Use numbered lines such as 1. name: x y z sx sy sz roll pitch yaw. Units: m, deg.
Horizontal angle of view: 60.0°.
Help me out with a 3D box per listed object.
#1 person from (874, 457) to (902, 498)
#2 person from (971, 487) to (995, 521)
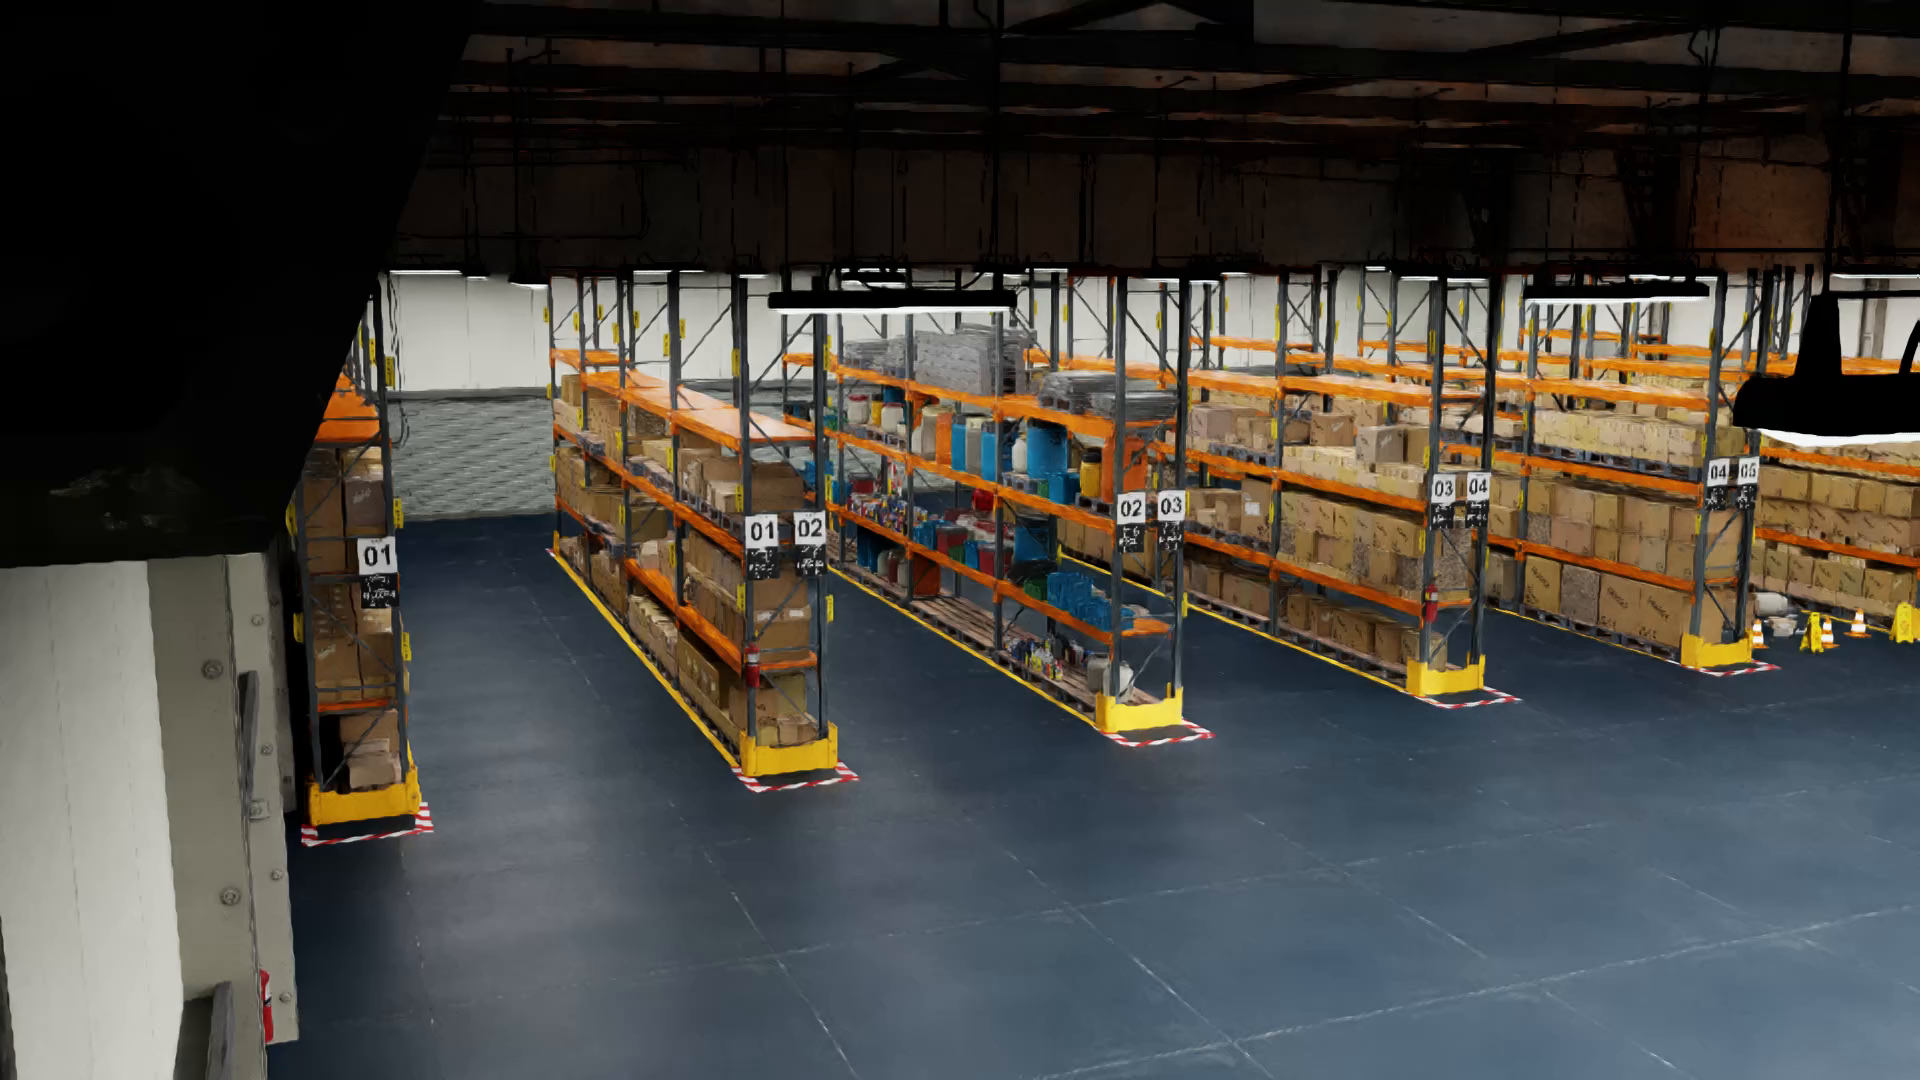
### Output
1. person: -1.642 -1.180 38.394 0.567 1.736 1.044 -4 11 -22
2. person: 0.497 -0.511 34.998 0.542 1.552 1.126 -3 10 -19
